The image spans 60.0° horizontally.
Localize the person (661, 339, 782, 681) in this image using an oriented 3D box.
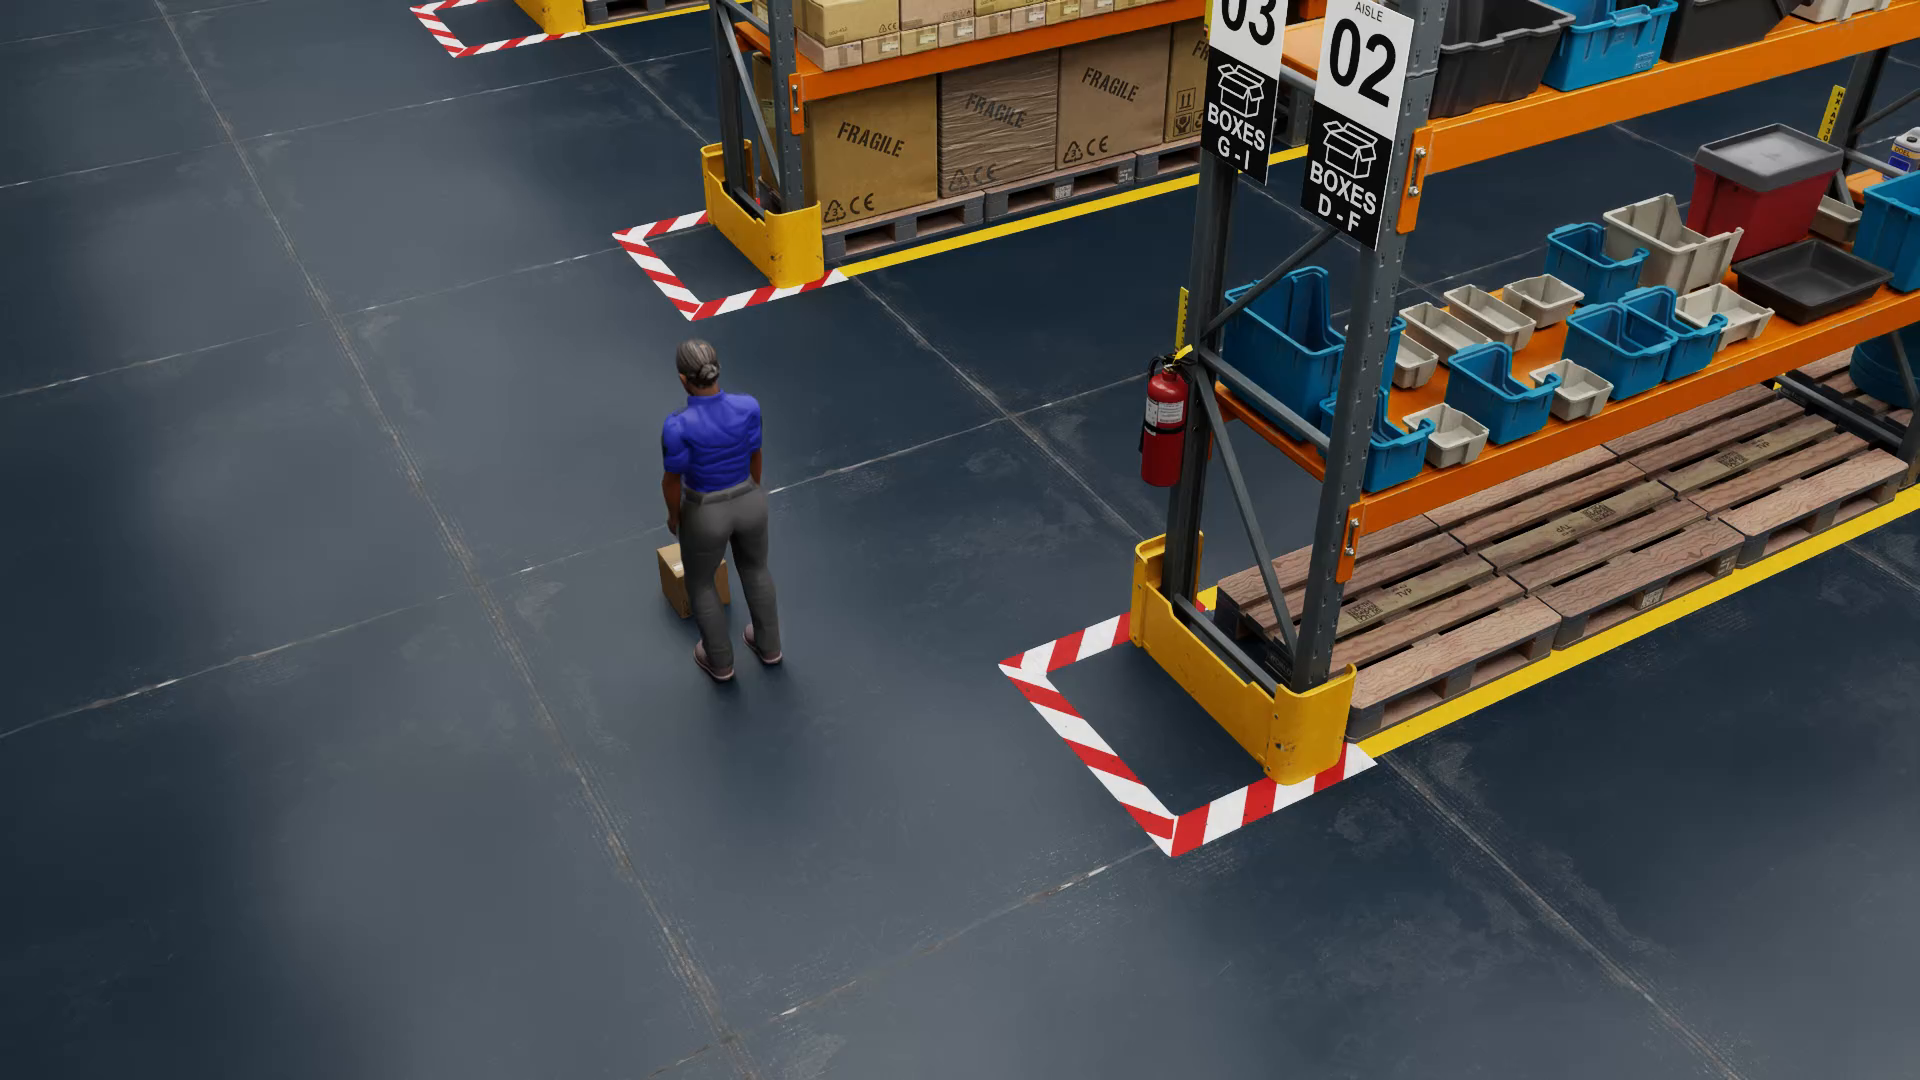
[{"bbox_3d":[-1.033,-0.103,7.101,0.446,1.628,0.325,-18,41,-23],"label":"person"}]
